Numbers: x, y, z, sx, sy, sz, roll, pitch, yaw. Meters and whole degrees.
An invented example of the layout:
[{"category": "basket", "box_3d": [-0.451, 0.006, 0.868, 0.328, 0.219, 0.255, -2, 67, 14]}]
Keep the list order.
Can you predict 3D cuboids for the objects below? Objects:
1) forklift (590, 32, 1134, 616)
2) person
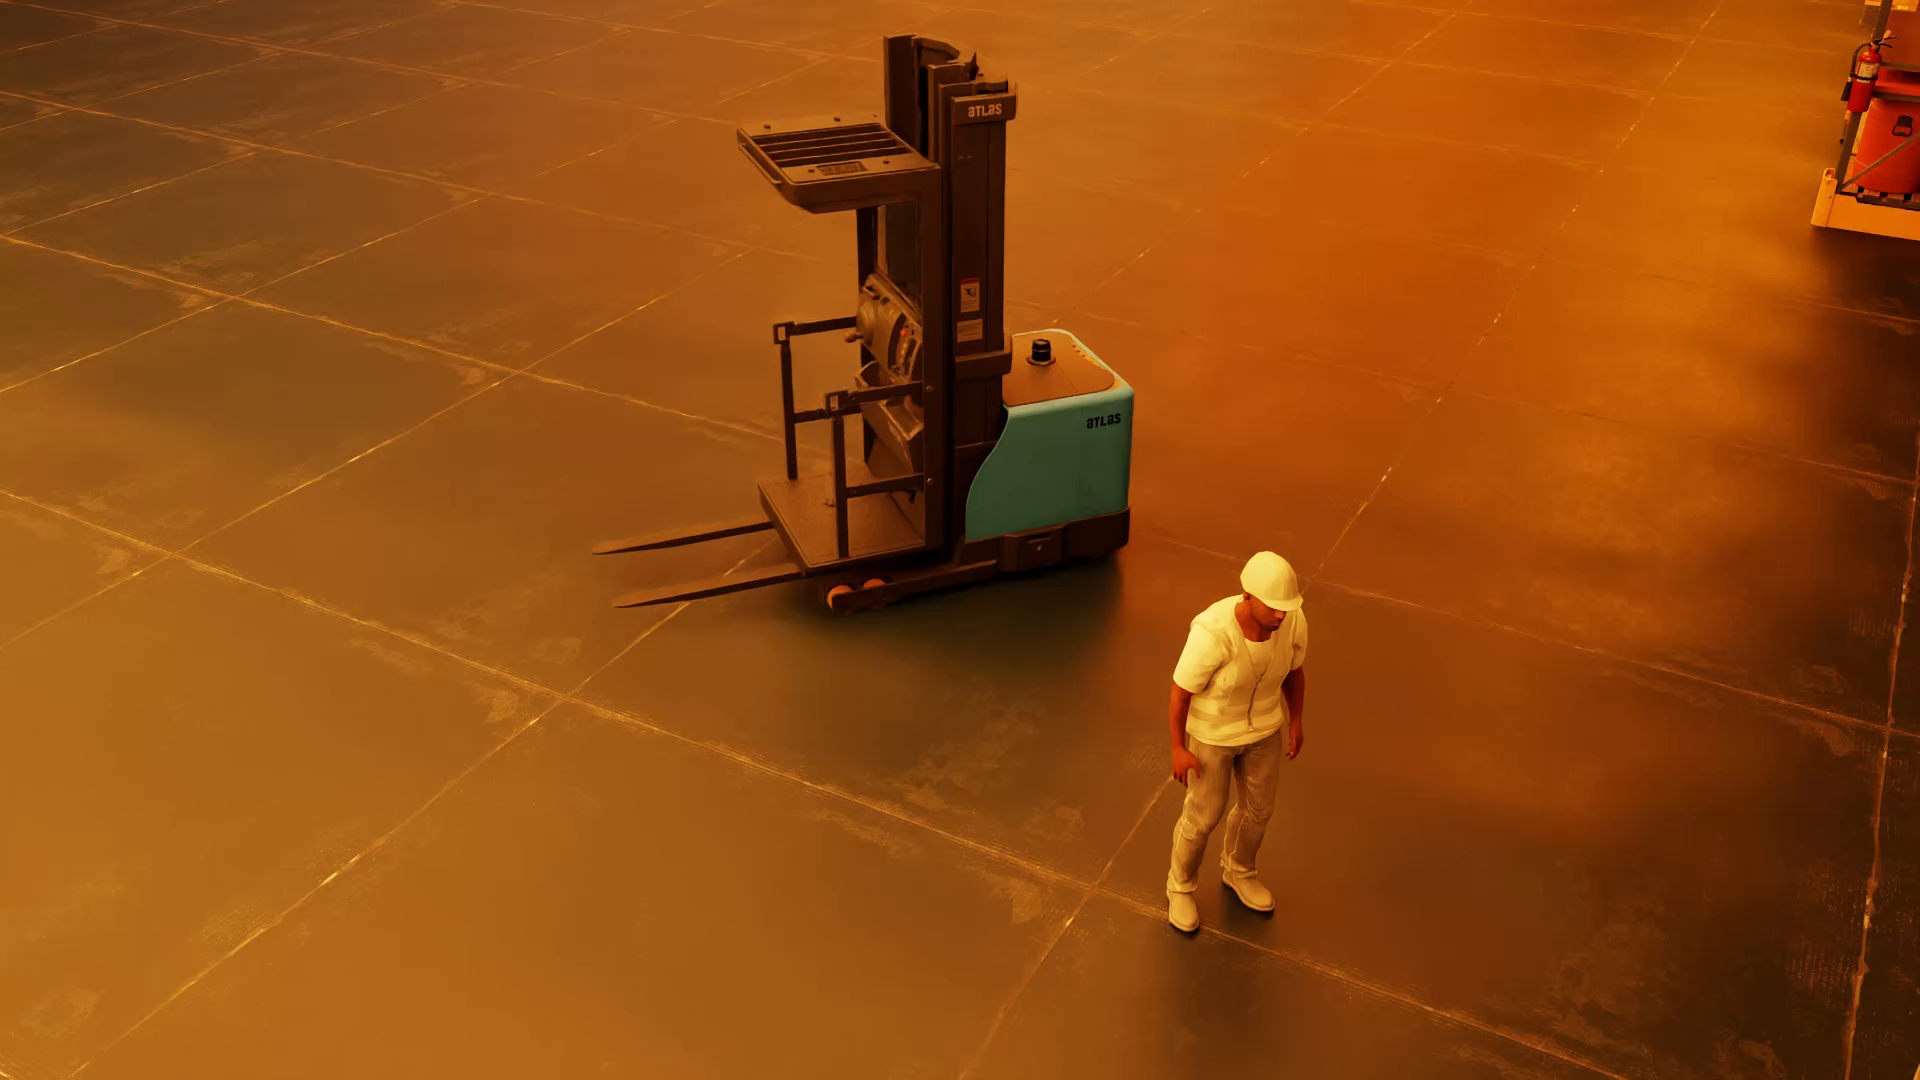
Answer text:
[{"category": "forklift", "box_3d": [-0.575, -1.147, 9.058, 3.031, 2.935, 1.130, -11, 32, -18]}, {"category": "person", "box_3d": [1.149, 0.802, 6.857, 0.630, 1.759, 0.461, -11, 32, -19]}]
